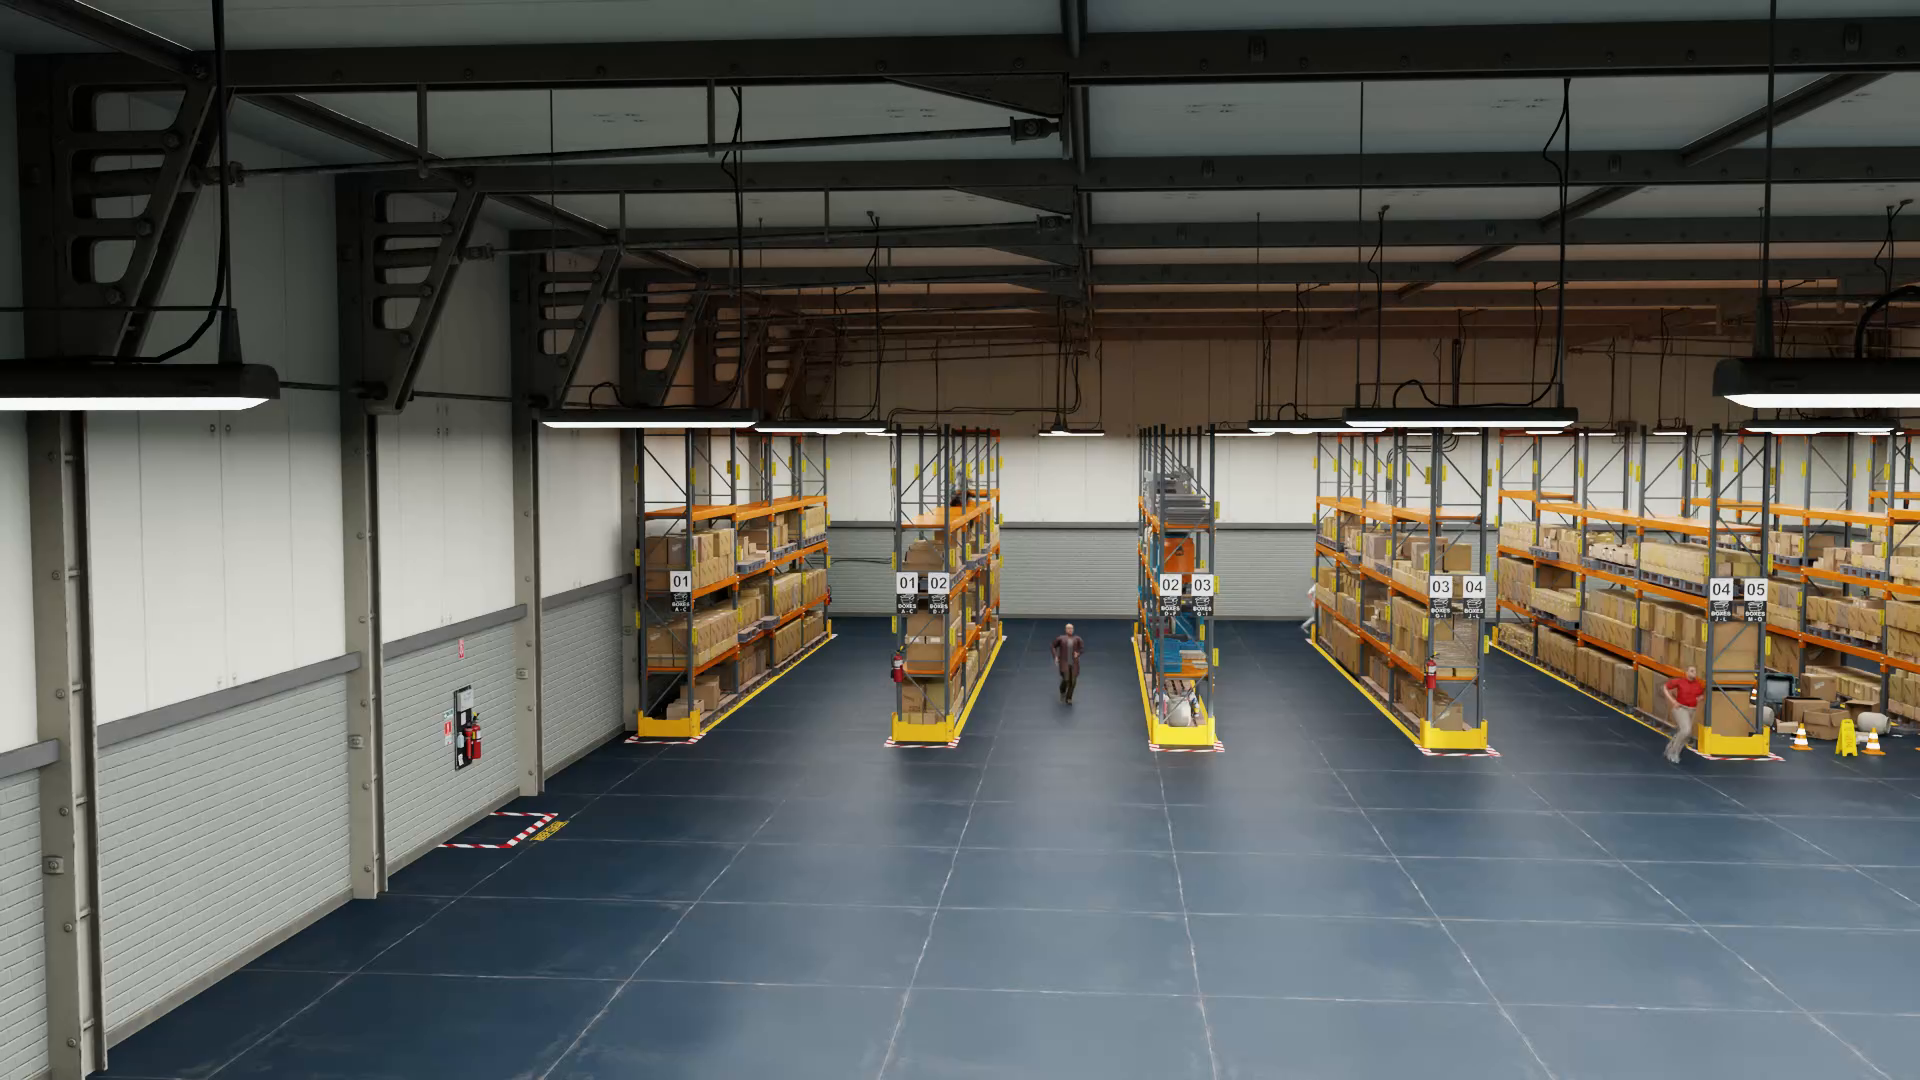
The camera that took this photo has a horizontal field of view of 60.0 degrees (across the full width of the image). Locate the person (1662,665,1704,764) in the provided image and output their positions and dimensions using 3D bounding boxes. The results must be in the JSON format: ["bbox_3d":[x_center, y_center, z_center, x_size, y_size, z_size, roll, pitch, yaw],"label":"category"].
[{"bbox_3d":[12.884,3.095,29.558,0.680,1.745,0.631,-1,4,-21],"label":"person"}]

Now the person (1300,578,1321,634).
[{"bbox_3d":[10.311,1.900,47.967,0.988,1.762,0.666,1,4,19],"label":"person"}]

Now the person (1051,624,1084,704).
[{"bbox_3d":[2.343,2.670,35.696,0.691,1.739,0.662,-1,4,-10],"label":"person"}]
